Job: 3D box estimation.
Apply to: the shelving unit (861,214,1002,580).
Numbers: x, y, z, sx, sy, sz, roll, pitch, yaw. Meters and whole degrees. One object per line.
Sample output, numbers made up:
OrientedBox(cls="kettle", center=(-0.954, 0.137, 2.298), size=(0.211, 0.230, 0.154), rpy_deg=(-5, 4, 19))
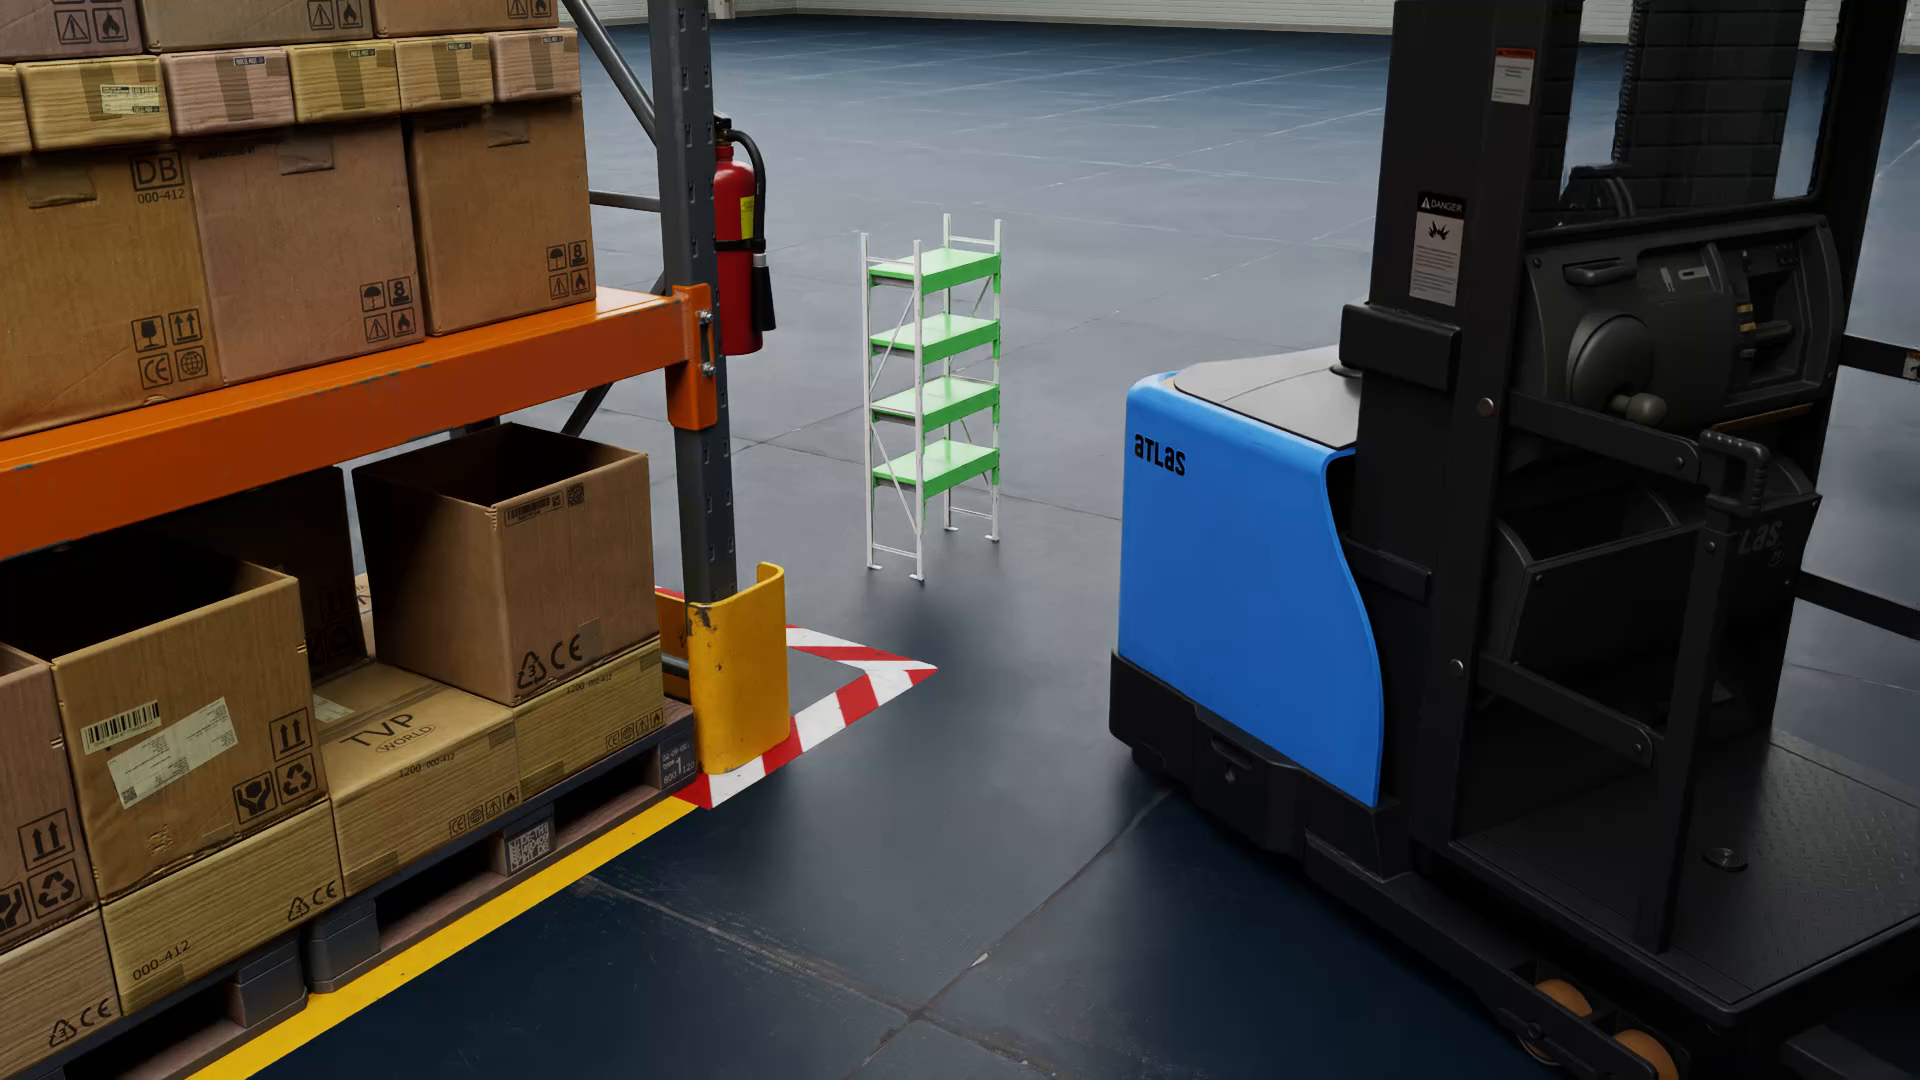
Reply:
OrientedBox(cls="shelving unit", center=(-0.093, -0.515, 5.928), size=(0.258, 1.200, 0.503), rpy_deg=(13, 24, 32))

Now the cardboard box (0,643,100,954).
OrientedBox(cls="cardboard box", center=(-1.942, 0.472, 2.942), size=(0.500, 0.500, 0.500), rpy_deg=(13, 24, 32))

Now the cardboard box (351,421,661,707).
OrientedBox(cls="cardboard box", center=(-1.109, 0.039, 4.113), size=(0.500, 0.500, 0.500), rpy_deg=(13, 24, 32))

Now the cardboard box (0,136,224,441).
OrientedBox(cls="cardboard box", center=(-1.902, -0.536, 3.247), size=(0.700, 0.500, 0.500), rpy_deg=(13, 24, 32))

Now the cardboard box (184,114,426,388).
OrientedBox(cls="cardboard box", center=(-1.618, -0.678, 3.629), size=(0.700, 0.500, 0.500), rpy_deg=(14, 24, 33))

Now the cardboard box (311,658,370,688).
OrientedBox(cls="cardboard box", center=(-1.818, 0.434, 4.127), size=(0.500, 0.250, 0.500), rpy_deg=(13, 24, 32))

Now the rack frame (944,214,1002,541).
OrientedBox(cls="rack frame", center=(0.044, -0.585, 6.118), size=(0.240, 1.200, 0.015), rpy_deg=(13, 24, 32))

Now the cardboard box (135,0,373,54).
OrientedBox(cls="cardboard box", center=(-1.648, -1.270, 3.362), size=(0.700, 0.500, 0.500), rpy_deg=(13, 24, 30))

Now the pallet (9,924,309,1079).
OrientedBox(cls="pallet", center=(-2.136, 0.970, 3.337), size=(1.003, 0.211, 1.213), rpy_deg=(13, 24, 32))

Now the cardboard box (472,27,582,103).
OrientedBox(cls="cardboard box", center=(-1.111, -1.118, 3.885), size=(0.380, 0.149, 0.250), rpy_deg=(13, 24, 31))

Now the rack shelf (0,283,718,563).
OrientedBox(cls="rack shelf", center=(-2.178, -0.002, 2.985), size=(1.077, 0.370, 4.000), rpy_deg=(13, 24, 32))

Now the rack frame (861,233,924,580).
OrientedBox(cls="rack frame", center=(-0.230, -0.445, 5.739), size=(0.240, 1.200, 0.015), rpy_deg=(13, 24, 32))

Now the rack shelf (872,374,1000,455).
OrientedBox(cls="rack shelf", center=(-0.093, -0.455, 5.951), size=(0.258, 0.148, 0.480), rpy_deg=(13, 24, 32))

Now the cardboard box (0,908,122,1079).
OrientedBox(cls="cardboard box", center=(-1.944, 0.823, 3.074), size=(0.500, 0.250, 0.500), rpy_deg=(13, 24, 32))

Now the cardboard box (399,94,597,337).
OrientedBox(cls="cardboard box", center=(-1.327, -0.829, 4.039), size=(0.700, 0.500, 0.500), rpy_deg=(13, 24, 32))

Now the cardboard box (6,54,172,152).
OrientedBox(cls="cardboard box", center=(-1.691, -0.822, 3.085), size=(0.380, 0.149, 0.250), rpy_deg=(14, 25, 33))

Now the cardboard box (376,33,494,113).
OrientedBox(cls="cardboard box", center=(-1.257, -1.043, 3.681), size=(0.380, 0.149, 0.250), rpy_deg=(14, 24, 33))

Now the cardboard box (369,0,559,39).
OrientedBox(cls="cardboard box", center=(-1.357, -1.422, 3.772), size=(0.700, 0.500, 0.500), rpy_deg=(13, 24, 32))

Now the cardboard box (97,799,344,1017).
OrientedBox(cls="cardboard box", center=(-1.662, 0.680, 3.461), size=(0.500, 0.250, 0.500), rpy_deg=(13, 24, 32))

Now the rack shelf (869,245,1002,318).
OrientedBox(cls="rack shelf", center=(-0.093, -0.906, 5.784), size=(0.258, 0.148, 0.480), rpy_deg=(13, 24, 32))

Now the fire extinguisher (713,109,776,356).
OrientedBox(cls="fire extinguisher", center=(-0.603, -0.821, 4.272), size=(0.296, 0.674, 0.183), rpy_deg=(13, 24, 32))

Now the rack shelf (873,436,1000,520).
OrientedBox(cls="rack shelf", center=(-0.093, -0.230, 6.034), size=(0.258, 0.148, 0.480), rpy_deg=(13, 24, 32))

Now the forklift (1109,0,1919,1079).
OrientedBox(cls="forklift", center=(1.596, -0.434, 3.212), size=(1.130, 2.935, 3.031), rpy_deg=(-12, 23, -28))

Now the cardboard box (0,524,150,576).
OrientedBox(cls="cardboard box", center=(-2.089, 0.228, 3.603), size=(0.500, 0.500, 0.500), rpy_deg=(13, 24, 32))

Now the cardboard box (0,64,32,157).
OrientedBox(cls="cardboard box", center=(-1.838, -0.746, 2.879), size=(0.380, 0.149, 0.250), rpy_deg=(14, 25, 33))

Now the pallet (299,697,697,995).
OrientedBox(cls="pallet", center=(-1.449, 0.622, 4.280), size=(1.003, 0.211, 1.213), rpy_deg=(13, 24, 32))

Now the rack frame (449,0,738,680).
OrientedBox(cls="rack frame", center=(-1.054, -0.914, 4.411), size=(1.000, 3.000, 0.127), rpy_deg=(13, 24, 32))

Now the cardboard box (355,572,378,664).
OrientedBox(cls="cardboard box", center=(-1.540, 0.289, 4.517), size=(0.500, 0.250, 0.500), rpy_deg=(13, 24, 32))

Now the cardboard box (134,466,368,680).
OrientedBox(cls="cardboard box", center=(-1.819, 0.082, 3.998), size=(0.500, 0.500, 0.500), rpy_deg=(13, 24, 32))

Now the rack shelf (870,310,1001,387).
OrientedBox(cls="rack shelf", center=(-0.093, -0.680, 5.867), size=(0.258, 0.148, 0.480), rpy_deg=(13, 24, 32))

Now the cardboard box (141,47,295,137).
OrientedBox(cls="cardboard box", center=(-1.544, -0.897, 3.288), size=(0.380, 0.149, 0.250), rpy_deg=(14, 24, 33))

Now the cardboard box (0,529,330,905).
OrientedBox(cls="cardboard box", center=(-1.659, 0.329, 3.329), size=(0.500, 0.500, 0.500), rpy_deg=(13, 24, 32))

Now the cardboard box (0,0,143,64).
OrientedBox(cls="cardboard box", center=(-1.931, -1.126, 2.970), size=(0.700, 0.500, 0.500), rpy_deg=(13, 24, 32))

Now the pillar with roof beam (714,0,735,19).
OrientedBox(cls="pillar with roof beam", center=(-2.260, -16.304, 37.371), size=(9.100, 9.000, 0.400), rpy_deg=(13, 24, 32))

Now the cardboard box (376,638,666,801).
OrientedBox(cls="cardboard box", center=(-1.111, 0.390, 4.244), size=(0.500, 0.250, 0.500), rpy_deg=(13, 24, 32))

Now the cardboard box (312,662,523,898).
OrientedBox(cls="cardboard box", center=(-1.382, 0.536, 3.850), size=(0.500, 0.250, 0.500), rpy_deg=(13, 24, 32))

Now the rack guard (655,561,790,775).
OrientedBox(cls="rack guard", center=(-1.041, 0.252, 4.864), size=(1.175, 0.500, 0.348), rpy_deg=(13, 24, 32))

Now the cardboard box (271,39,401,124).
OrientedBox(cls="cardboard box", center=(-1.401, -0.969, 3.482), size=(0.380, 0.149, 0.250), rpy_deg=(13, 24, 31))
